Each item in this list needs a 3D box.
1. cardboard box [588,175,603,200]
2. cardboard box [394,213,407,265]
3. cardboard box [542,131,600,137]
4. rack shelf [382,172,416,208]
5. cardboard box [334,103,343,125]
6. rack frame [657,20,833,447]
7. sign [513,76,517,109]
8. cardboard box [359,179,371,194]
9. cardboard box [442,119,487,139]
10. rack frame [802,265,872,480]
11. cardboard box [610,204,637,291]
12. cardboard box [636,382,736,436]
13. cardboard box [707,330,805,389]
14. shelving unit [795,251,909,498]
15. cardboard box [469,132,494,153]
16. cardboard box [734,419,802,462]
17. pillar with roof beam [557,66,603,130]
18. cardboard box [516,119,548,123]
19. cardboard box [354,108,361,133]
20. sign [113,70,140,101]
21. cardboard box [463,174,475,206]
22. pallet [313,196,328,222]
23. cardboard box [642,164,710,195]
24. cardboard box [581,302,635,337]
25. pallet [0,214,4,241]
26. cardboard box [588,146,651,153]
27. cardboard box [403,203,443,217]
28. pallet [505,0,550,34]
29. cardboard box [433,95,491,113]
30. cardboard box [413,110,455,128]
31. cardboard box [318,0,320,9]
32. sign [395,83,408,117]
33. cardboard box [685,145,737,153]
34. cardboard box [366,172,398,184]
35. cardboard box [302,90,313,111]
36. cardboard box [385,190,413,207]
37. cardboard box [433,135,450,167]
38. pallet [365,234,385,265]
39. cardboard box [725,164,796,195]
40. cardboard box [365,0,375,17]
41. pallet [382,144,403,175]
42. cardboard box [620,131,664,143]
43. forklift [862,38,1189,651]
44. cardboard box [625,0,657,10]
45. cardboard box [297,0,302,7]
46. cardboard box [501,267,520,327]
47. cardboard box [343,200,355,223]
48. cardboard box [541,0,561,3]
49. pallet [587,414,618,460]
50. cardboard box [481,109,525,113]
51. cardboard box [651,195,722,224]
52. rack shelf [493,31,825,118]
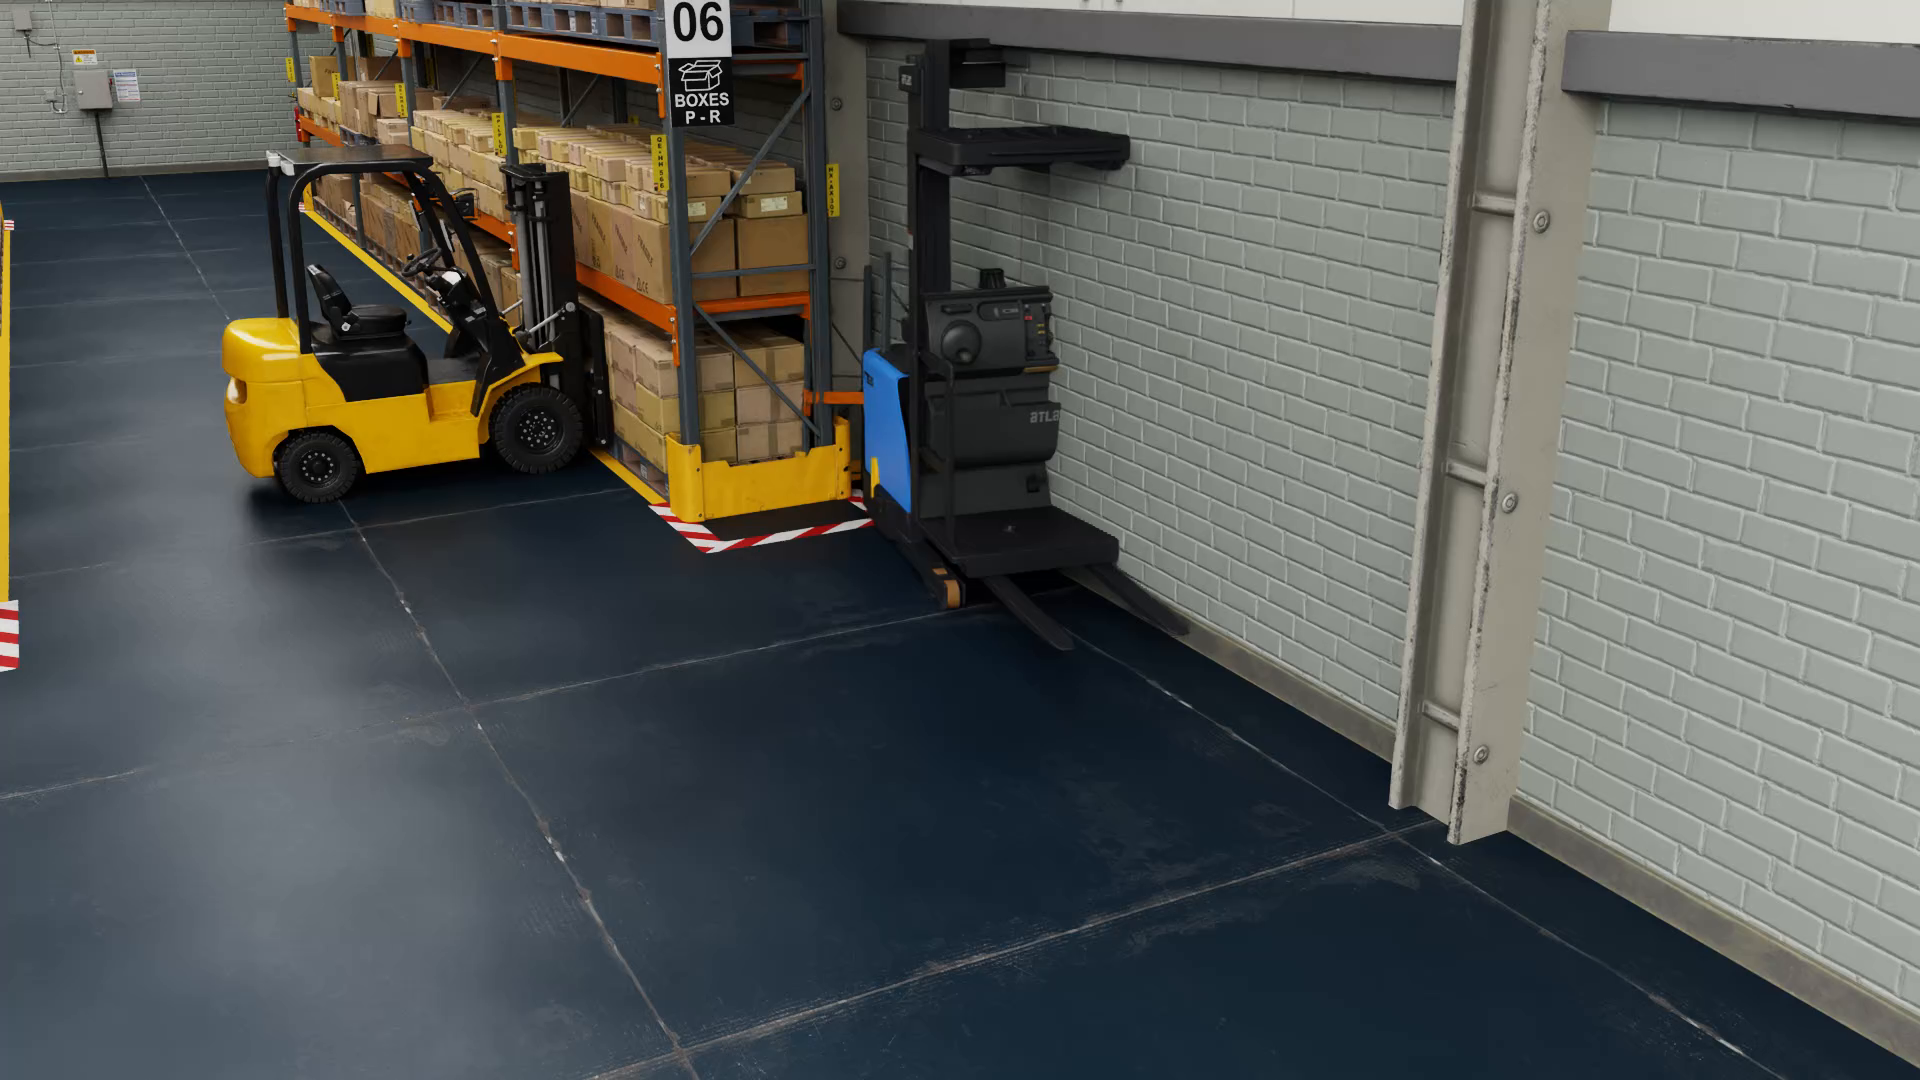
[{"bbox_3d":[-2.340,-2.441,11.460,0.380,0.149,0.250,-10,21,-26],"label":"cardboard box"},{"bbox_3d":[-5.967,-3.363,18.468,0.500,0.500,0.500,-9,21,-24],"label":"cardboard box"},{"bbox_3d":[-2.975,-3.039,12.737,0.380,0.149,0.250,-10,22,-28],"label":"cardboard box"},{"bbox_3d":[-6.047,-4.197,18.800,1.077,0.370,4.000,-10,21,-27],"label":"rack shelf"},{"bbox_3d":[-7.453,-5.290,20.636,0.500,0.250,0.500,-9,21,-25],"label":"cardboard box"},{"bbox_3d":[-1.298,-1.667,10.363,1.000,3.000,0.127,-10,21,-27],"label":"rack frame"},{"bbox_3d":[-4.610,-4.597,17.081,0.100,0.325,0.005,-10,21,-27],"label":"sign"},{"bbox_3d":[-7.061,-4.291,20.162,0.380,0.149,0.250,-9,21,-24],"label":"cardboard box"},{"bbox_3d":[-4.583,-3.811,15.430,0.380,0.149,0.250,-9,21,-26],"label":"cardboard box"},{"bbox_3d":[-0.825,-1.095,11.131,0.500,1.500,0.032,-2,6,-33],"label":"rack frame"},{"bbox_3d":[-2.001,-1.965,11.074,0.500,0.500,0.500,-9,21,-25],"label":"cardboard box"},{"bbox_3d":[-1.805,-0.893,10.926,0.500,0.250,0.500,-10,22,-27],"label":"cardboard box"},{"bbox_3d":[-1.360,-1.205,11.065,0.500,0.250,0.500,-10,22,-27],"label":"cardboard box"},{"bbox_3d":[-0.550,-1.054,10.716,0.587,1.500,1.083,-2,6,-33],"label":"shelving unit"},{"bbox_3d":[-4.005,-3.437,14.346,0.380,0.149,0.250,-11,22,-28],"label":"cardboard box"},{"bbox_3d":[-1.360,-0.737,11.239,0.500,0.250,0.500,-10,21,-26],"label":"cardboard box"},{"bbox_3d":[-7.474,-5.898,13.427,9.100,9.000,0.400,-10,21,-27],"label":"pillar with roof beam"},{"bbox_3d":[-4.019,-3.817,15.448,0.380,0.149,0.250,-9,21,-25],"label":"cardboard box"},{"bbox_3d":[-6.675,-4.788,18.971,0.396,0.266,0.258,-9,21,-24],"label":"cardboard box"},{"bbox_3d":[-13.707,-7.479,27.354,0.329,0.494,0.001,-10,21,-27],"label":"sign"},{"bbox_3d":[-4.120,-3.139,14.859,0.500,0.250,0.500,-10,21,-26],"label":"cardboard box"},{"bbox_3d":[-8.481,-4.691,23.403,1.003,0.211,1.213,-10,21,-27],"label":"pallet"},{"bbox_3d":[-1.798,-2.297,10.587,0.380,0.149,0.250,-10,21,-27],"label":"cardboard box"},{"bbox_3d":[-2.522,-1.558,12.085,0.500,0.250,0.500,-10,22,-28],"label":"cardboard box"},{"bbox_3d":[-12.814,-3.954,21.267,1.003,0.211,1.213,-10,21,-27],"label":"pallet"},{"bbox_3d":[-2.388,-2.671,11.669,0.380,0.149,0.250,-10,21,-26],"label":"cardboard box"},{"bbox_3d":[-5.798,-3.545,18.001,0.380,0.149,0.250,-11,22,-28],"label":"cardboard box"},{"bbox_3d":[-2.770,-3.950,12.518,1.003,0.211,1.213,-10,21,-27],"label":"pallet"},{"bbox_3d":[-5.204,-4.381,17.432,0.500,0.500,0.500,-9,21,-24],"label":"cardboard box"},{"bbox_3d":[-5.205,-4.180,16.499,0.380,0.149,0.250,-9,21,-25],"label":"cardboard box"},{"bbox_3d":[-7.774,-6.689,20.703,0.380,0.149,0.250,-10,21,-27],"label":"cardboard box"},{"bbox_3d":[-5.570,-4.386,16.591,0.100,0.325,0.005,-10,21,-27],"label":"sign"},{"bbox_3d":[-1.792,-2.680,11.697,0.380,0.149,0.250,-11,22,-28],"label":"cardboard box"},{"bbox_3d":[-6.895,-4.364,19.918,0.380,0.149,0.250,-11,22,-29],"label":"cardboard box"},{"bbox_3d":[-8.678,-6.013,22.732,0.500,0.250,0.500,-10,21,-26],"label":"cardboard box"},{"bbox_3d":[-6.385,-3.926,19.103,0.380,0.149,0.250,-9,21,-25],"label":"cardboard box"},{"bbox_3d":[-4.632,-3.666,15.622,0.500,0.250,0.500,-11,22,-28],"label":"cardboard box"},{"bbox_3d":[-6.577,-3.566,20.141,1.003,0.211,1.213,-10,21,-27],"label":"pallet"},{"bbox_3d":[-1.270,-2.291,10.568,0.380,0.149,0.250,-10,22,-28],"label":"cardboard box"},{"bbox_3d":[-6.032,-5.708,17.706,0.500,0.250,0.500,-10,21,-27],"label":"cardboard box"},{"bbox_3d":[-5.481,-4.056,17.582,1.213,0.211,1.003,-10,21,-27],"label":"pallet"},{"bbox_3d":[-2.386,-3.050,12.768,0.380,0.149,0.250,-10,22,-28],"label":"cardboard box"},{"bbox_3d":[0.330,-1.154,8.983,1.130,2.935,3.031,-6,20,-17],"label":"forklift"},{"bbox_3d":[-1.723,-3.467,10.031,0.500,0.500,0.500,-9,21,-25],"label":"cardboard box"},{"bbox_3d":[-8.537,-7.122,21.960,0.380,0.149,0.250,-10,21,-27],"label":"cardboard box"},{"bbox_3d":[-3.456,-2.039,14.438,0.875,0.625,0.625,-9,21,-24],"label":"cardboard box"},{"bbox_3d":[-7.689,-4.234,21.352,0.396,0.266,0.258,-9,21,-25],"label":"cardboard box"},{"bbox_3d":[-2.760,-3.942,11.767,0.396,0.266,0.258,-11,22,-28],"label":"cardboard box"},{"bbox_3d":[-2.274,-0.911,12.449,1.003,0.211,1.213,-10,21,-27],"label":"pallet"},{"bbox_3d":[-4.542,-4.197,16.549,0.380,0.149,0.250,-9,21,-25],"label":"cardboard box"},{"bbox_3d":[-1.710,-2.077,10.403,0.380,0.149,0.250,-10,21,-26],"label":"cardboard box"},{"bbox_3d":[-2.248,-3.319,11.655,1.077,0.370,4.000,-10,21,-27],"label":"rack shelf"}]
